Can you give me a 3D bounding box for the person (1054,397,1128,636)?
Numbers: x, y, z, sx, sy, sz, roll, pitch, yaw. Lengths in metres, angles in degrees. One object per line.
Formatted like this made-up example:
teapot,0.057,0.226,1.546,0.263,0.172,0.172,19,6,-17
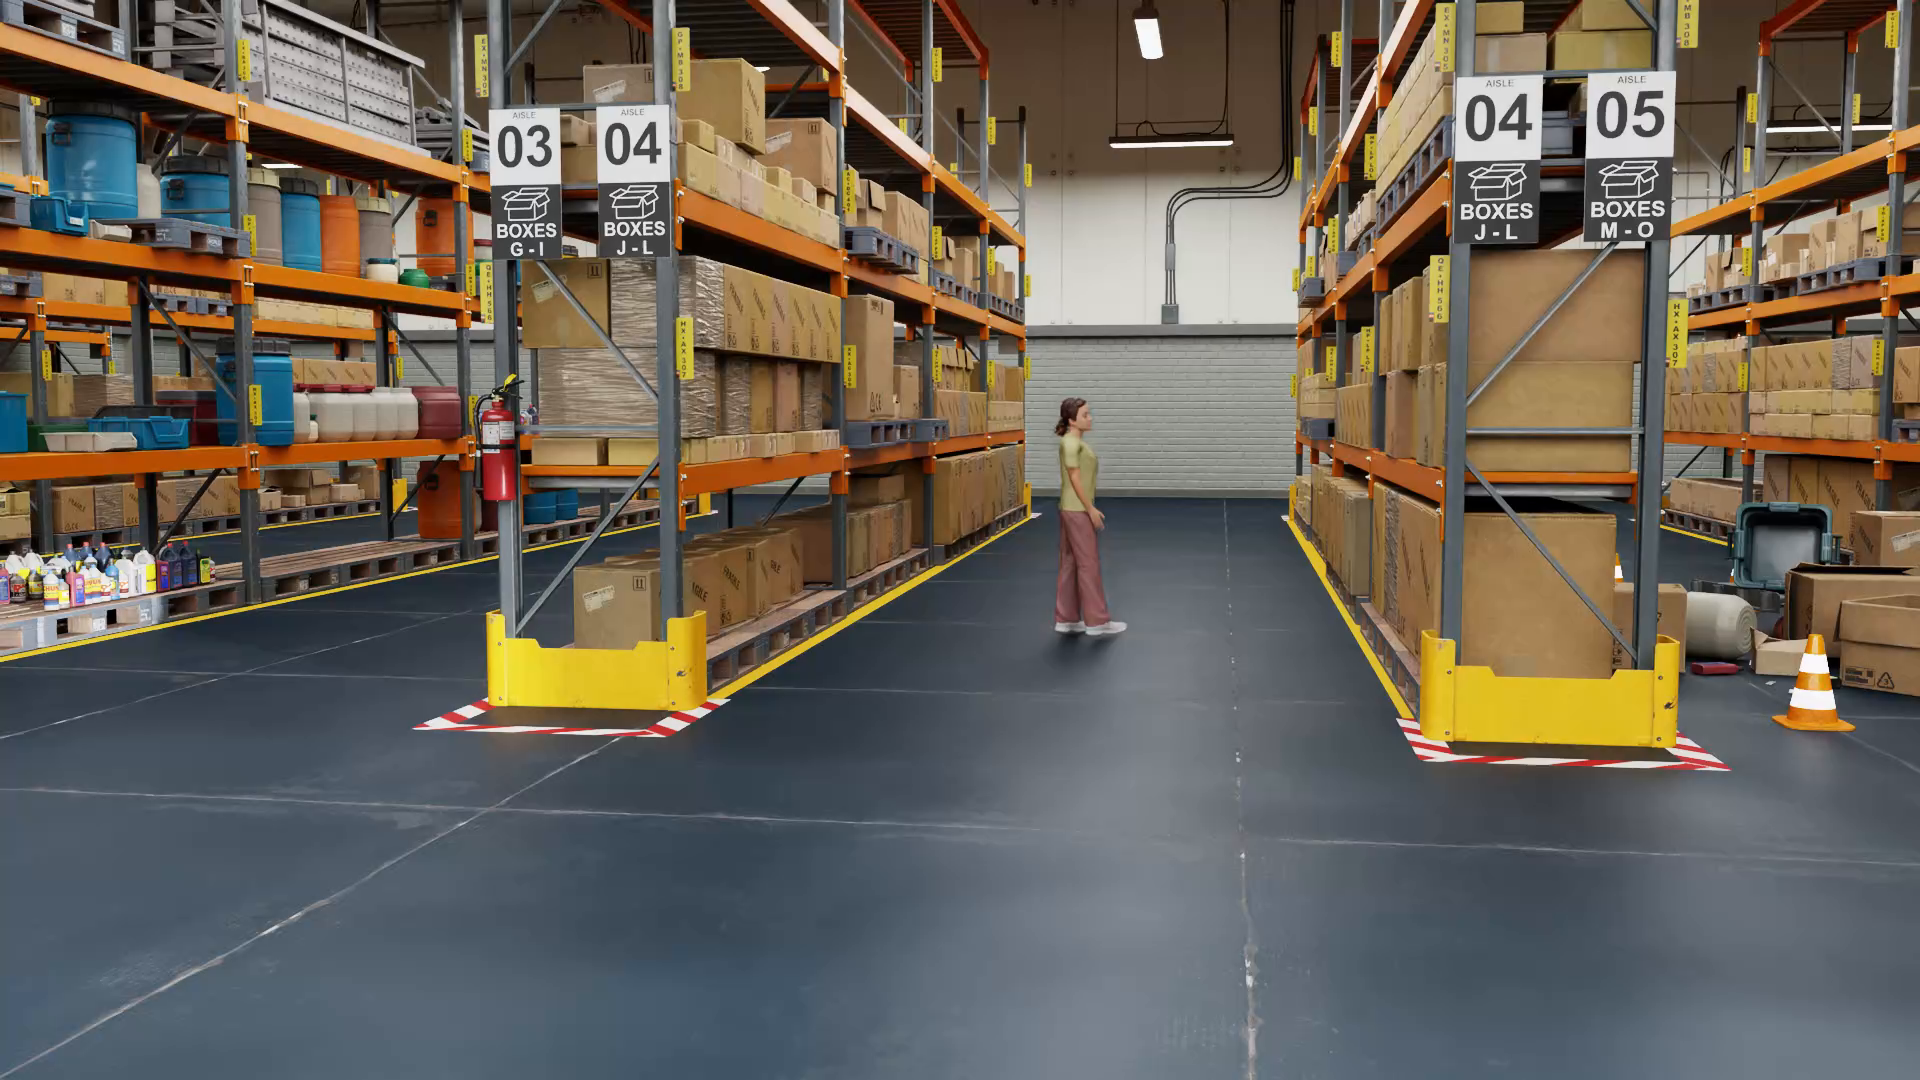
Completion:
person,0.920,-0.168,11.726,0.527,1.674,0.483,0,5,1
